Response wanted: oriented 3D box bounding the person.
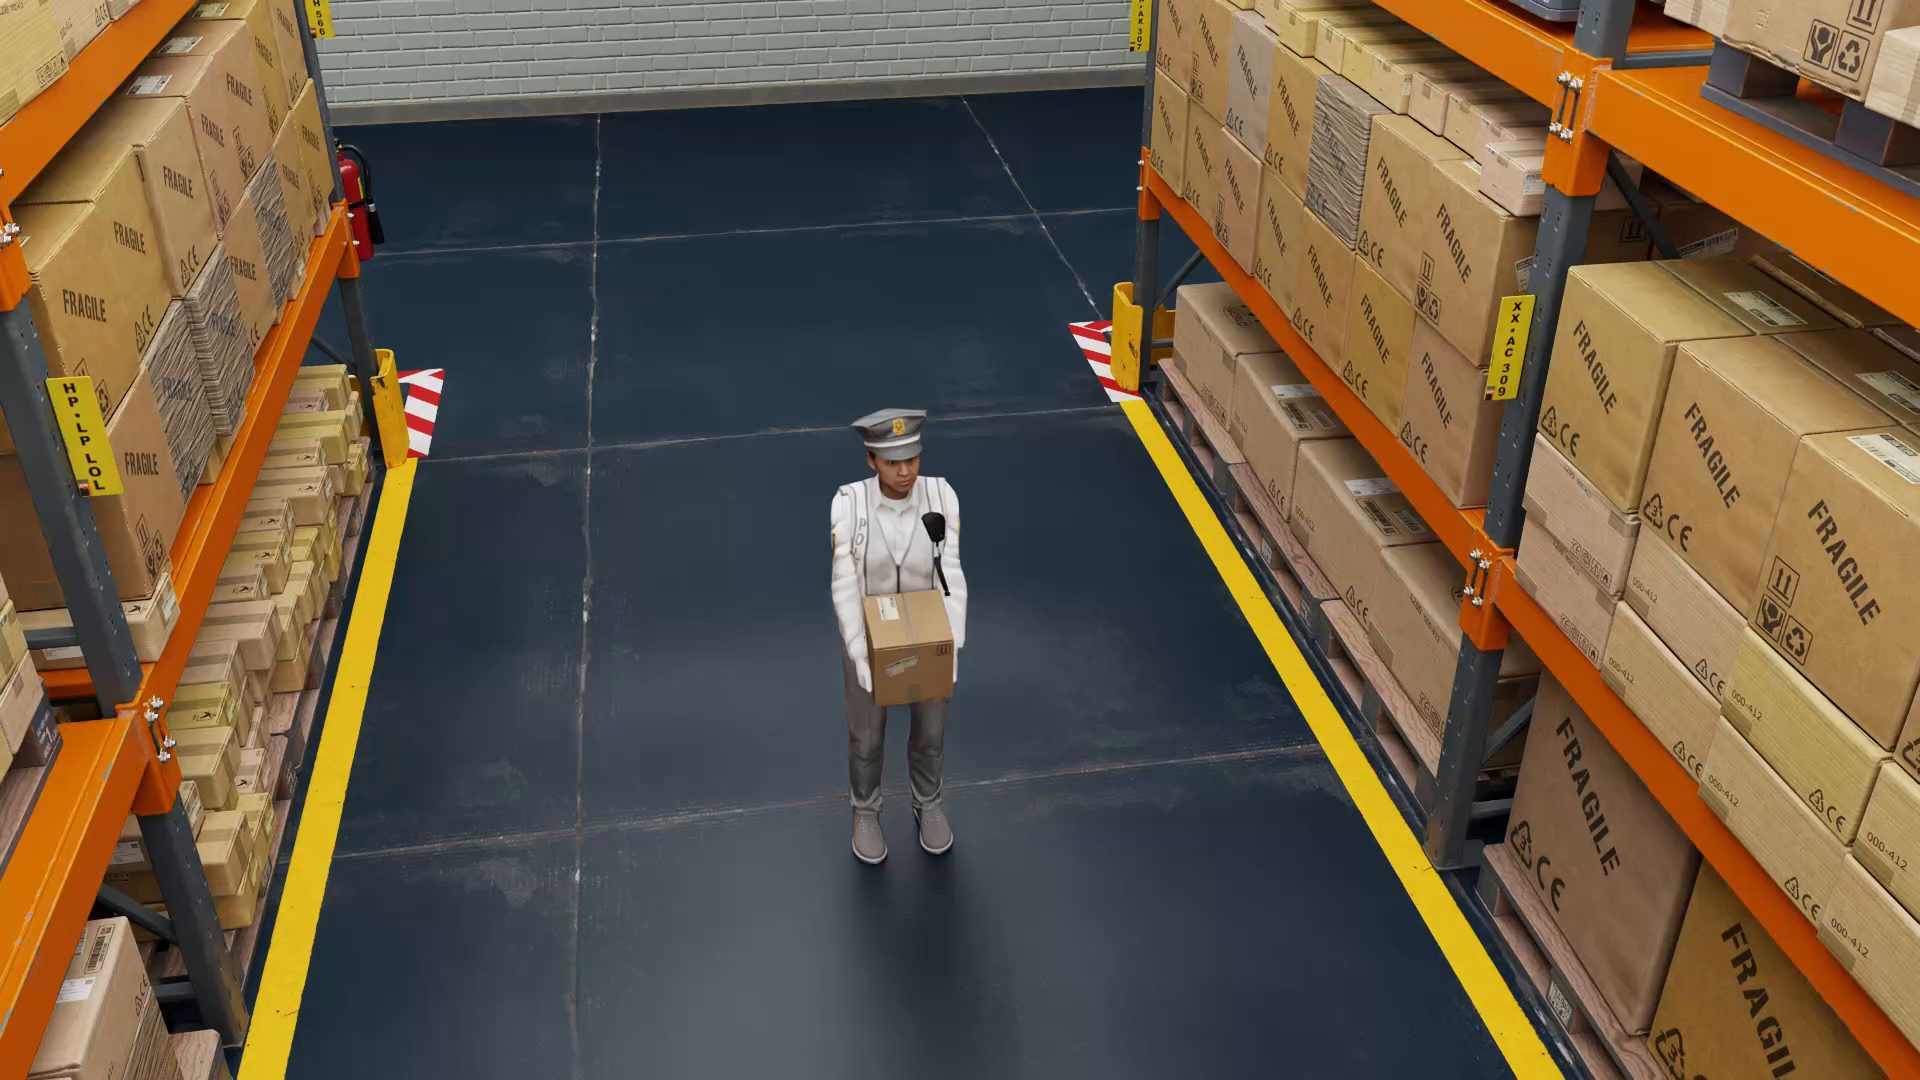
[{"bbox_3d":[-0.196,0.367,5.499,0.435,1.691,0.525,-6,31,-9],"label":"person"}]
